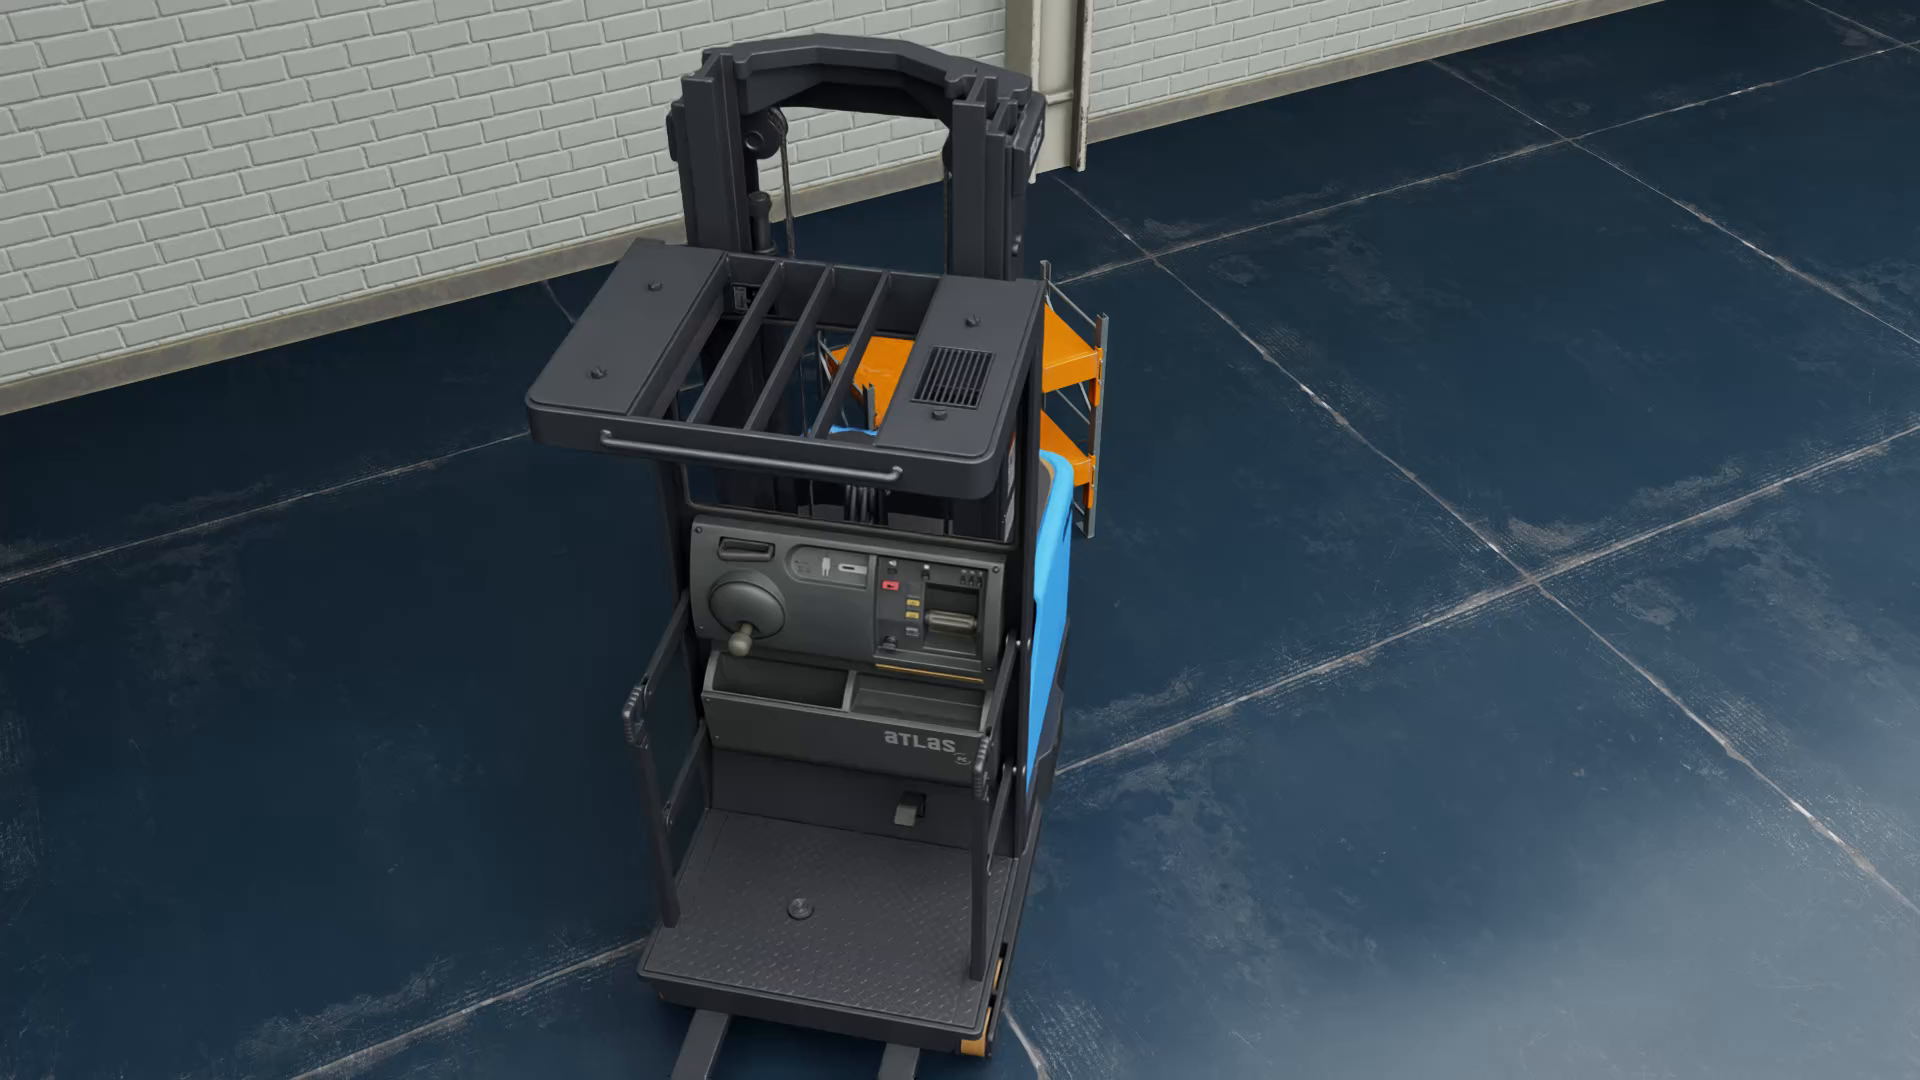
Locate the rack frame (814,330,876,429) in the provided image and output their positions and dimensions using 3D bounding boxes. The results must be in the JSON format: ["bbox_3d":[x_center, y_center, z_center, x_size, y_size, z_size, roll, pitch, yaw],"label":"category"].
[{"bbox_3d":[-0.445,-0.280,6.710,0.032,1.125,0.500,-19,44,-21],"label":"rack frame"}]

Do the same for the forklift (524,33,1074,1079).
[{"bbox_3d":[-0.376,0.258,4.676,1.130,2.935,3.031,8,41,9],"label":"forklift"}]

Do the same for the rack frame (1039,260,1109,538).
[{"bbox_3d":[0.457,-0.583,7.068,0.032,1.125,0.500,-19,44,-21],"label":"rack frame"}]

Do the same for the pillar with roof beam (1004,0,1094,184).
[{"bbox_3d":[2.487,-3.189,4.052,0.400,9.000,9.100,-19,44,-21],"label":"pillar with roof beam"}]

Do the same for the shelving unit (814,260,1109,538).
[{"bbox_3d":[0.006,-0.431,6.889,1.048,1.125,0.538,-19,44,-21],"label":"shelving unit"}]

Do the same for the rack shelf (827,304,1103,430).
[{"bbox_3d":[0.006,-0.655,6.700,1.000,0.278,0.538,-19,44,-21],"label":"rack shelf"}]

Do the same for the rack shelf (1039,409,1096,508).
[{"bbox_3d":[0.006,-0.245,7.047,1.000,0.278,0.538,-19,44,-21],"label":"rack shelf"}]
